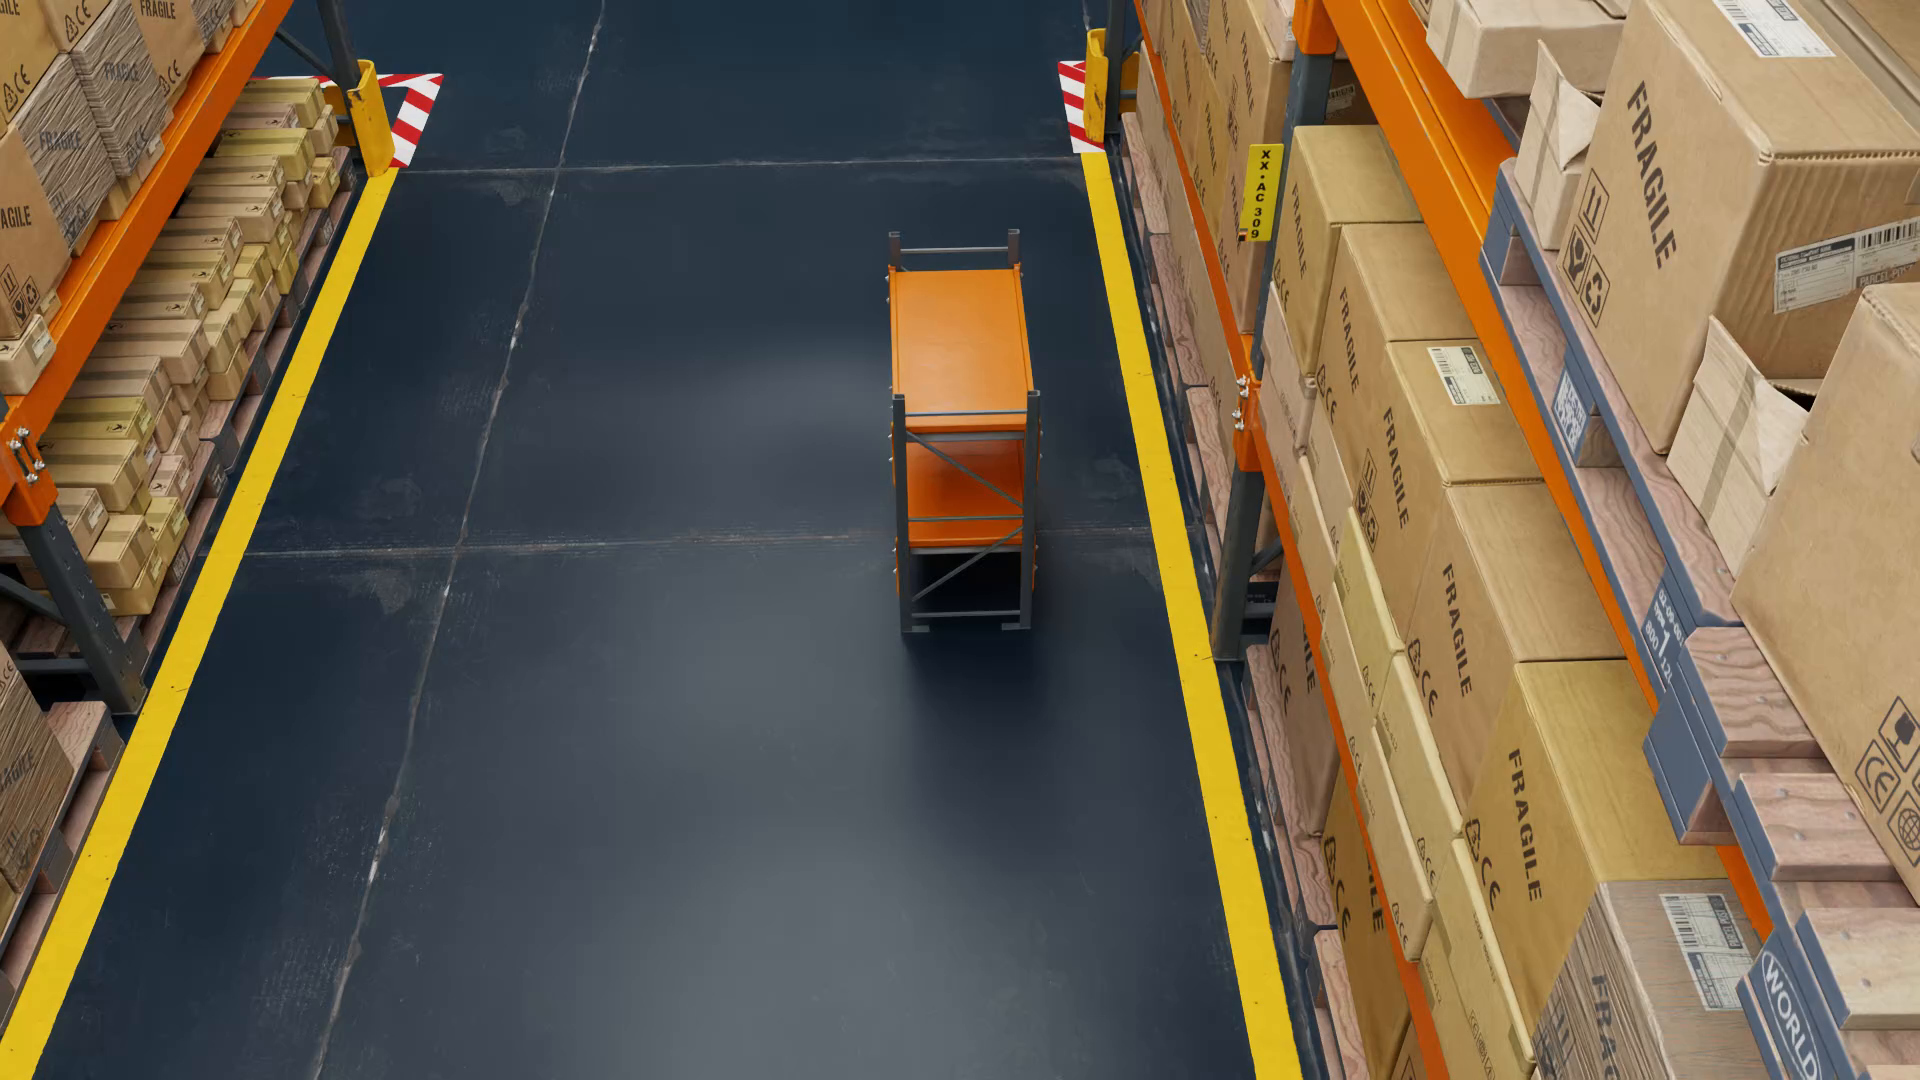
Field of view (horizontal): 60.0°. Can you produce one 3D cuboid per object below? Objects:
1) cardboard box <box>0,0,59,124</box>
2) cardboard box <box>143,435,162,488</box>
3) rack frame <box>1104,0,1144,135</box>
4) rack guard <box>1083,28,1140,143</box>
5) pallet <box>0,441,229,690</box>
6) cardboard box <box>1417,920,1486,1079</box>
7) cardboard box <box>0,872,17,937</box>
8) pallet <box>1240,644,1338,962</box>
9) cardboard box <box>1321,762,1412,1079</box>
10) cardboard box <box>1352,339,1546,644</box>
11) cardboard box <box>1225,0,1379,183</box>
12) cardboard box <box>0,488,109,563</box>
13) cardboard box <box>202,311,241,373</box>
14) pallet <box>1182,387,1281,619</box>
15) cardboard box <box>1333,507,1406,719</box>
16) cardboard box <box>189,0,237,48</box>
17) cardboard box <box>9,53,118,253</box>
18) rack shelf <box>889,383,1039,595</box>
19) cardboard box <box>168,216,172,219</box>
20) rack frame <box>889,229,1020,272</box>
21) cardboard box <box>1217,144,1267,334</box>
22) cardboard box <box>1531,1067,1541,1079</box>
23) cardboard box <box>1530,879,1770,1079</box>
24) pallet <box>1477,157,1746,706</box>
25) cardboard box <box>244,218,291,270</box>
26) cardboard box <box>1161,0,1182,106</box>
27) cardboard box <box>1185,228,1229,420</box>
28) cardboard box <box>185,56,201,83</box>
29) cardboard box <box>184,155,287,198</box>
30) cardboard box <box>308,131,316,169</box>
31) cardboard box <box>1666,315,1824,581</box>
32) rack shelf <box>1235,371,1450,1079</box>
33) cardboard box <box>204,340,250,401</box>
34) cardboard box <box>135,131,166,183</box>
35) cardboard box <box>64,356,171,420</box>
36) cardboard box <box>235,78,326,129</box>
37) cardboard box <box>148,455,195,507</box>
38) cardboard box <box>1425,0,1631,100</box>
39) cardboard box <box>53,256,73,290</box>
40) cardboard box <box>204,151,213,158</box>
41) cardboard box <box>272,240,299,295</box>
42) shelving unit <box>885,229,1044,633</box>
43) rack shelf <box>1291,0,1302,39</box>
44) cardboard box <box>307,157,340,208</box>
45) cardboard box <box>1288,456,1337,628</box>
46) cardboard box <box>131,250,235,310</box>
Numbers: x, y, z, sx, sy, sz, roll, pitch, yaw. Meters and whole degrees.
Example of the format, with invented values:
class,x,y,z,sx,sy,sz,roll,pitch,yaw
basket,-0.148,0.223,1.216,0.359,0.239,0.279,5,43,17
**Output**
class,x,y,z,sx,sy,sz,roll,pitch,yaw
cardboard box,-3.304,-1.667,5.314,0.500,0.500,0.500,-3,43,-3
cardboard box,-3.334,-0.290,6.425,0.380,0.149,0.250,-2,43,-2
rack frame,1.280,-3.401,8.241,1.000,3.000,0.127,-2,43,-2
rack guard,1.279,-2.496,9.103,1.175,0.500,0.348,-2,43,-2
pallet,-3.555,0.085,6.501,1.003,0.211,1.213,-2,43,-2
cardboard box,1.296,1.036,3.511,0.500,0.250,0.500,-2,43,-2
cardboard box,-3.187,1.115,4.853,0.500,0.500,0.500,-3,43,-3
pallet,1.558,0.846,5.671,1.003,0.211,1.213,-2,43,-2
cardboard box,1.602,0.954,4.751,0.875,0.875,0.875,-1,43,-1
cardboard box,1.250,-0.120,3.847,0.500,0.500,0.500,-3,43,-3
cardboard box,1.154,-1.417,5.262,0.500,0.500,0.500,-2,43,-2
cardboard box,-3.299,-0.052,5.946,0.380,0.149,0.250,0,43,0
cardboard box,-3.278,-0.830,7.015,0.380,0.149,0.250,-2,43,-2
pallet,1.496,-0.188,6.799,1.003,0.211,1.213,-2,43,-2
cardboard box,1.232,0.168,4.088,0.500,0.250,0.500,-1,43,-1
cardboard box,-3.337,-2.352,6.801,0.500,0.500,0.500,-2,43,-2
cardboard box,-3.289,-1.312,5.668,0.500,0.500,0.500,-2,43,-2
rack shelf,0.000,-0.239,6.540,0.538,0.278,1.000,-2,43,-2
cardboard box,-3.947,-1.414,7.872,0.380,0.149,0.250,-1,43,-1
rack frame,-0.022,-0.762,6.749,0.500,1.125,0.032,-2,43,-2
cardboard box,1.175,-1.043,5.594,0.500,0.500,0.500,-1,43,-1
cardboard box,1.320,1.205,2.957,0.500,0.250,0.500,-3,43,-3
cardboard box,1.307,0.907,2.727,0.500,0.500,0.500,-1,43,-1
pallet,1.489,-0.224,2.695,1.003,0.211,1.213,0,43,0
cardboard box,-3.295,-1.356,7.589,0.380,0.149,0.250,-1,43,-1
cardboard box,1.104,-2.083,6.729,0.500,0.500,0.500,0,43,0
cardboard box,1.492,-0.942,7.144,0.875,0.438,0.875,-3,43,-3
cardboard box,-3.398,-2.014,6.913,0.380,0.149,0.250,-3,43,-4
cardboard box,-3.347,-1.645,7.683,0.380,0.149,0.250,-3,43,-4
cardboard box,-3.396,-1.878,8.158,0.380,0.149,0.250,-3,43,-3
cardboard box,1.212,-0.131,2.242,0.396,0.266,0.258,-3,43,-3
rack shelf,1.535,0.915,4.065,1.077,0.370,4.000,-2,43,-2
cardboard box,-3.281,-0.724,7.119,0.380,0.149,0.250,-3,43,-3
cardboard box,-3.281,-1.486,6.337,0.380,0.149,0.250,0,43,0
cardboard box,-3.345,-0.584,6.527,0.380,0.149,0.250,-3,43,-3
cardboard box,-3.386,-2.164,8.250,0.380,0.149,0.250,-1,43,-1
cardboard box,-3.260,-0.195,6.542,0.380,0.149,0.250,-2,43,-2
cardboard box,1.154,-1.011,3.275,0.380,0.166,0.250,-4,43,-5
cardboard box,-3.325,-0.949,5.752,0.380,0.149,0.250,-3,43,-4
cardboard box,-3.895,-2.043,8.338,0.380,0.149,0.250,0,43,0
cardboard box,-3.296,-1.257,7.701,0.380,0.149,0.250,-3,43,-4
shelving unit,0.000,-0.419,6.375,0.538,1.125,1.048,-2,43,-2
rack shelf,1.365,-2.891,5.997,1.077,0.370,4.000,-2,43,-2
cardboard box,-3.318,-1.775,8.265,0.380,0.149,0.250,0,43,0
cardboard box,1.228,0.009,4.632,0.500,0.250,0.500,-3,43,-3
cardboard box,-3.340,-1.108,7.098,0.380,0.149,0.250,-1,43,-2
